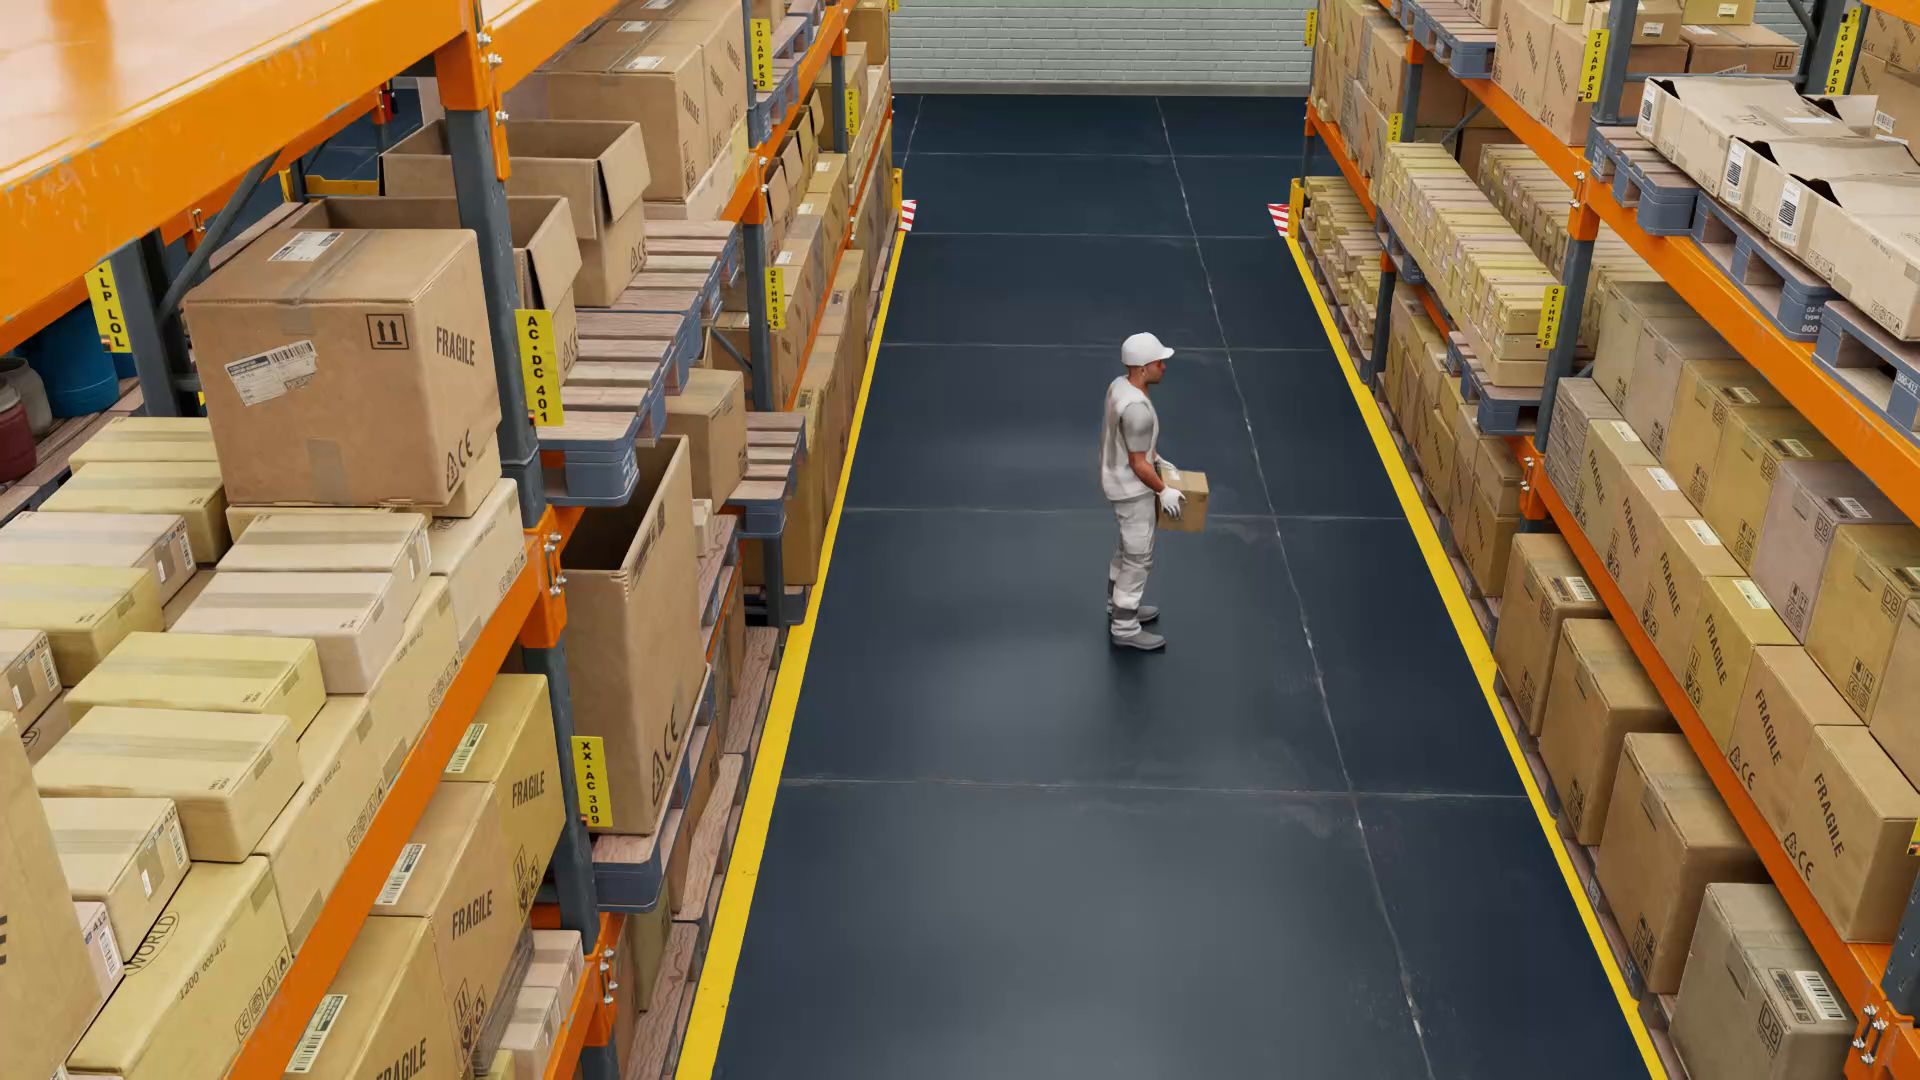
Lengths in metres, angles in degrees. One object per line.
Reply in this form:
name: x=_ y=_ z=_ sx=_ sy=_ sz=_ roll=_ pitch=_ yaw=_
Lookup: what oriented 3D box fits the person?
person: x=0.993 y=-0.285 z=9.134 sx=0.462 sy=1.792 sz=0.535 roll=1 pitch=28 yaw=1
